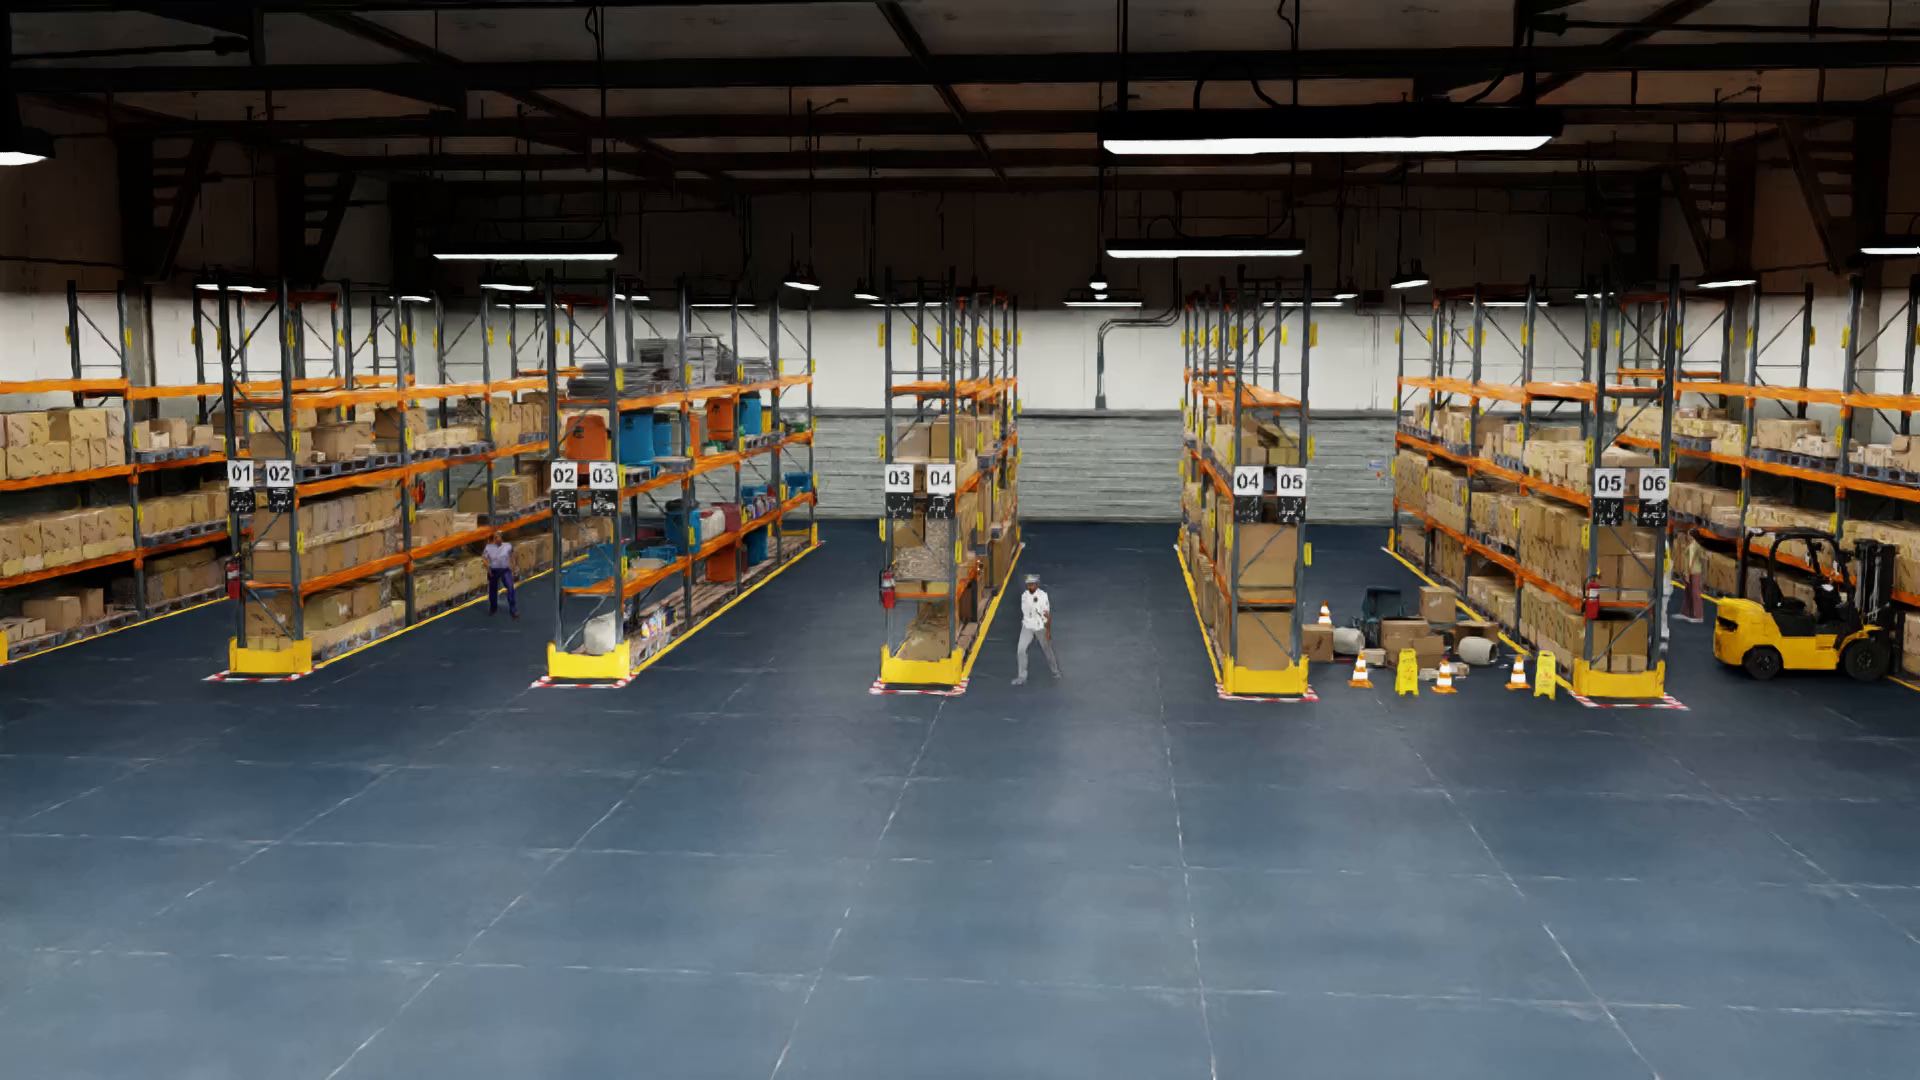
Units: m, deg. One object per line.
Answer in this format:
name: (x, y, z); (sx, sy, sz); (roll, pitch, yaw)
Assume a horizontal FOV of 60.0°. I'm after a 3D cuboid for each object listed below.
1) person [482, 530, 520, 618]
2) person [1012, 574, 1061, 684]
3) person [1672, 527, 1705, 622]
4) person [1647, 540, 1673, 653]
person: (-8.242, 0.594, 29.880); (0.647, 1.562, 0.821); (-1, 7, -12)
person: (1.131, 1.263, 24.226); (0.505, 1.610, 0.934); (3, 8, 26)
person: (12.907, 0.594, 29.389); (0.570, 1.666, 0.567); (4, 8, 31)
person: (11.126, 0.881, 26.565); (0.489, 1.784, 0.608); (5, 9, 36)
